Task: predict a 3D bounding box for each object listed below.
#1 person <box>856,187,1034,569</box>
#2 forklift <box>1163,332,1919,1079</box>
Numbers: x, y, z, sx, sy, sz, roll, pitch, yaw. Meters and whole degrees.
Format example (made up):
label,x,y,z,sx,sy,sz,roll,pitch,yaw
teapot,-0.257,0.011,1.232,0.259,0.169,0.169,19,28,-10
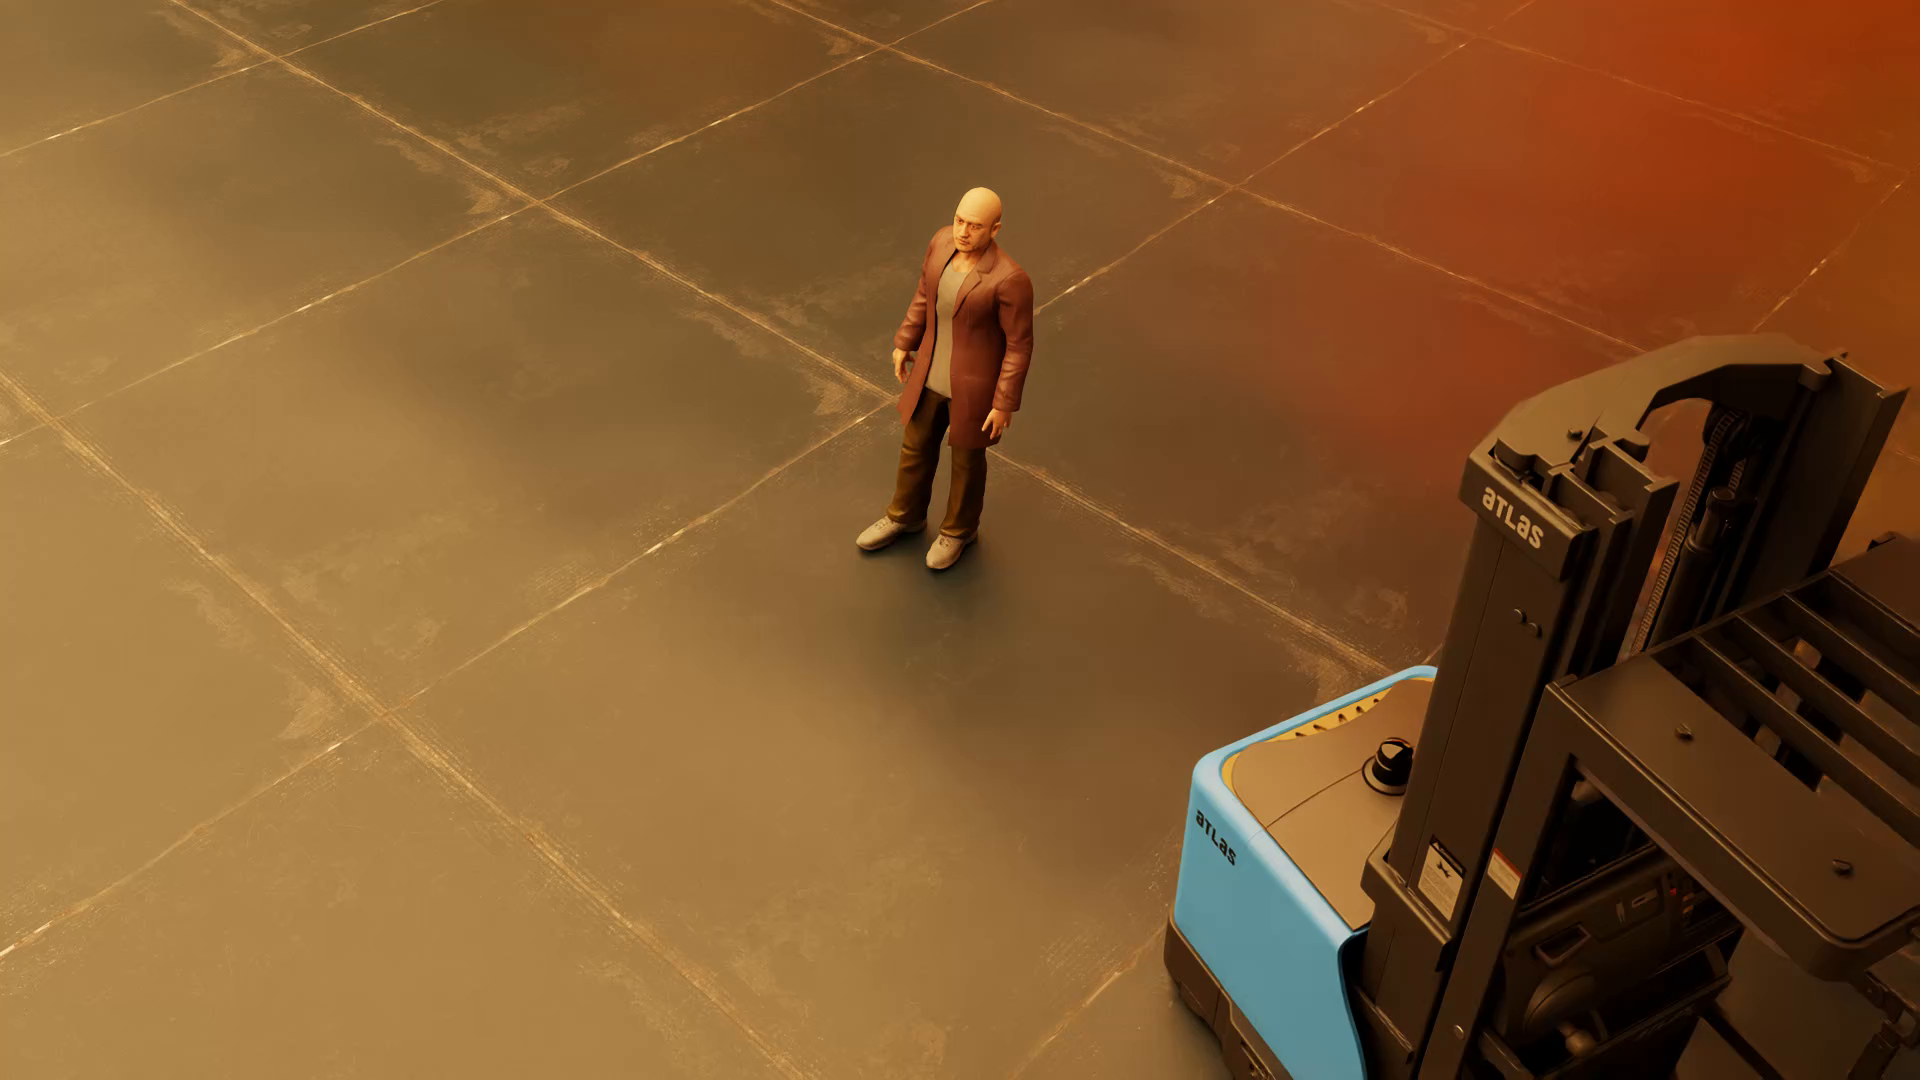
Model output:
label,x,y,z,sx,sy,sz,roll,pitch,yaw
person,-0.065,-0.561,7.112,0.696,1.576,0.579,31,49,31
forklift,1.854,1.094,4.153,1.130,2.935,3.031,-19,44,-21
